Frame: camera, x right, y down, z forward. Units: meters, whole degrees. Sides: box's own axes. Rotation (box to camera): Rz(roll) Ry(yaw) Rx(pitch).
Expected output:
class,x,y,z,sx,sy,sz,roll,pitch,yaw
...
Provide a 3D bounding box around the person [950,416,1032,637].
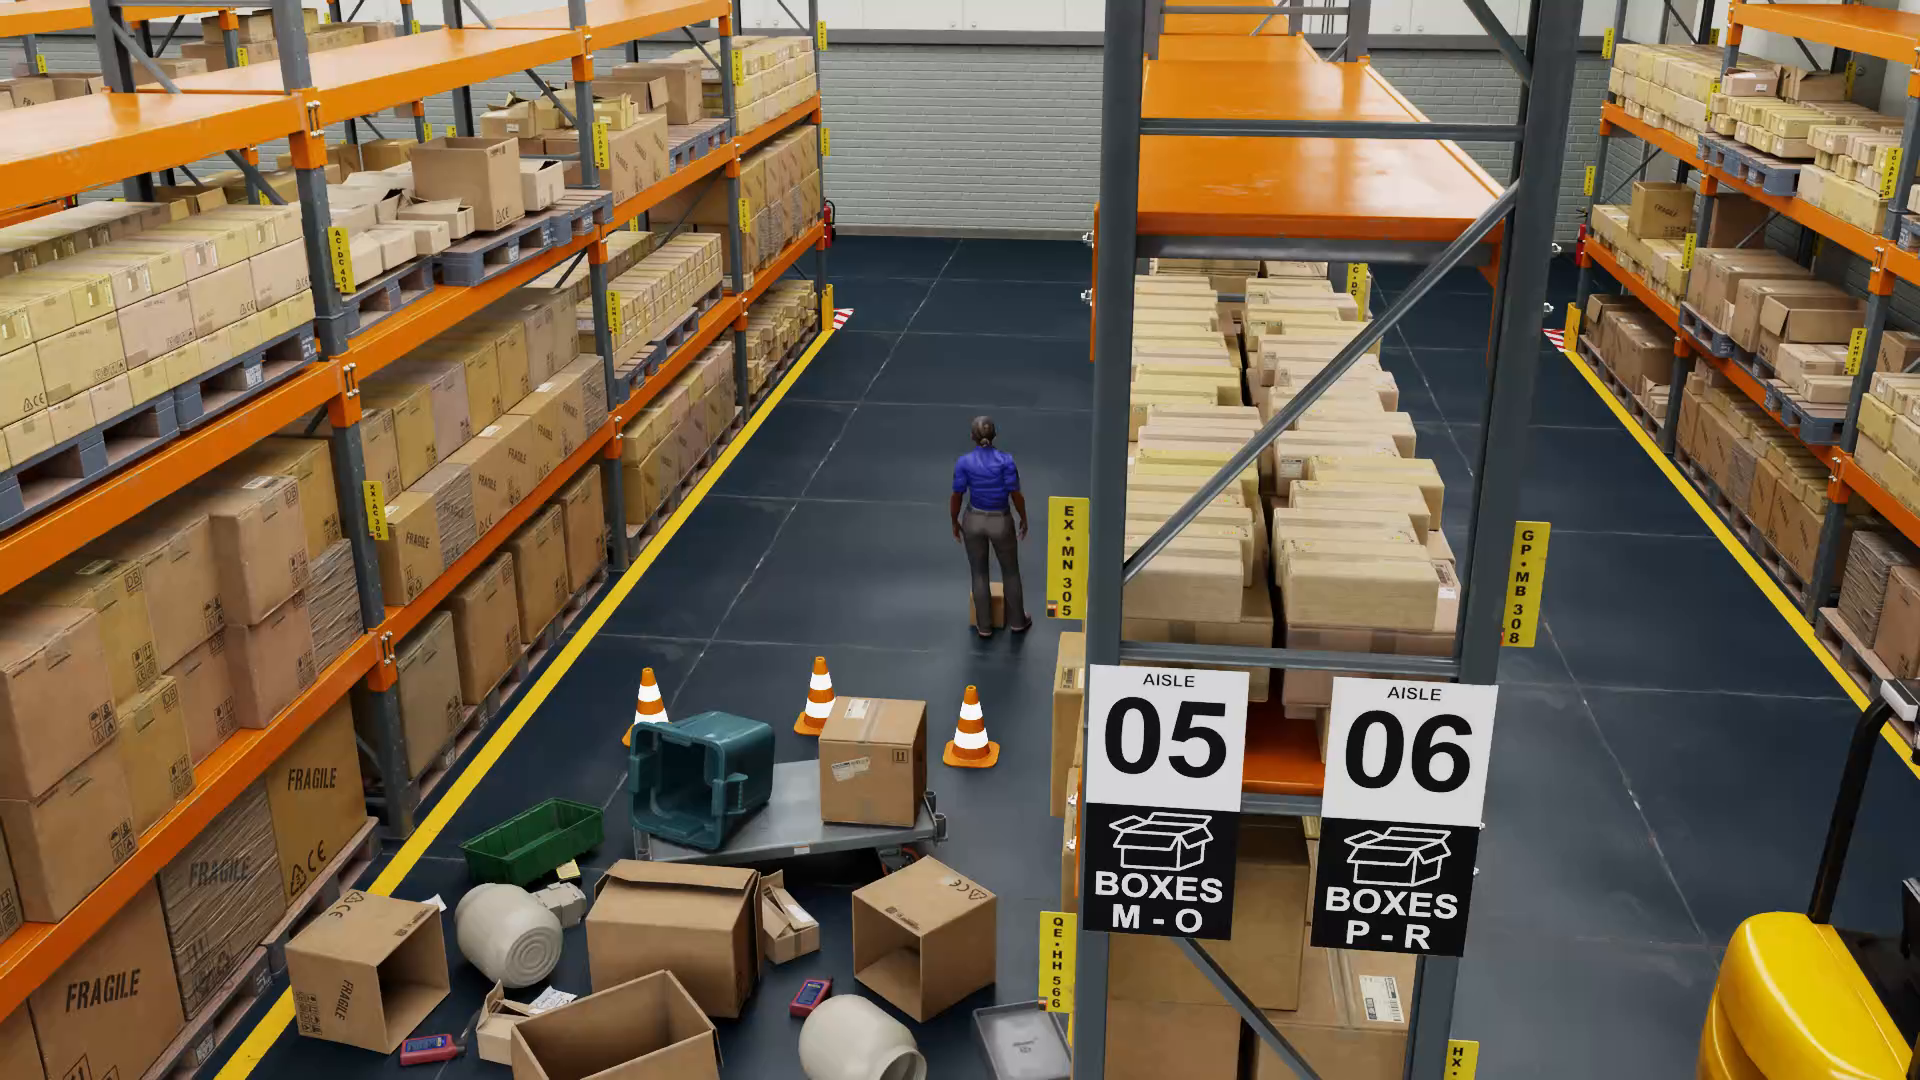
class,x,y,z,sx,sy,sz,roll,pitch,yaw
person,0.226,-0.119,11.767,0.568,1.655,0.503,3,21,6
